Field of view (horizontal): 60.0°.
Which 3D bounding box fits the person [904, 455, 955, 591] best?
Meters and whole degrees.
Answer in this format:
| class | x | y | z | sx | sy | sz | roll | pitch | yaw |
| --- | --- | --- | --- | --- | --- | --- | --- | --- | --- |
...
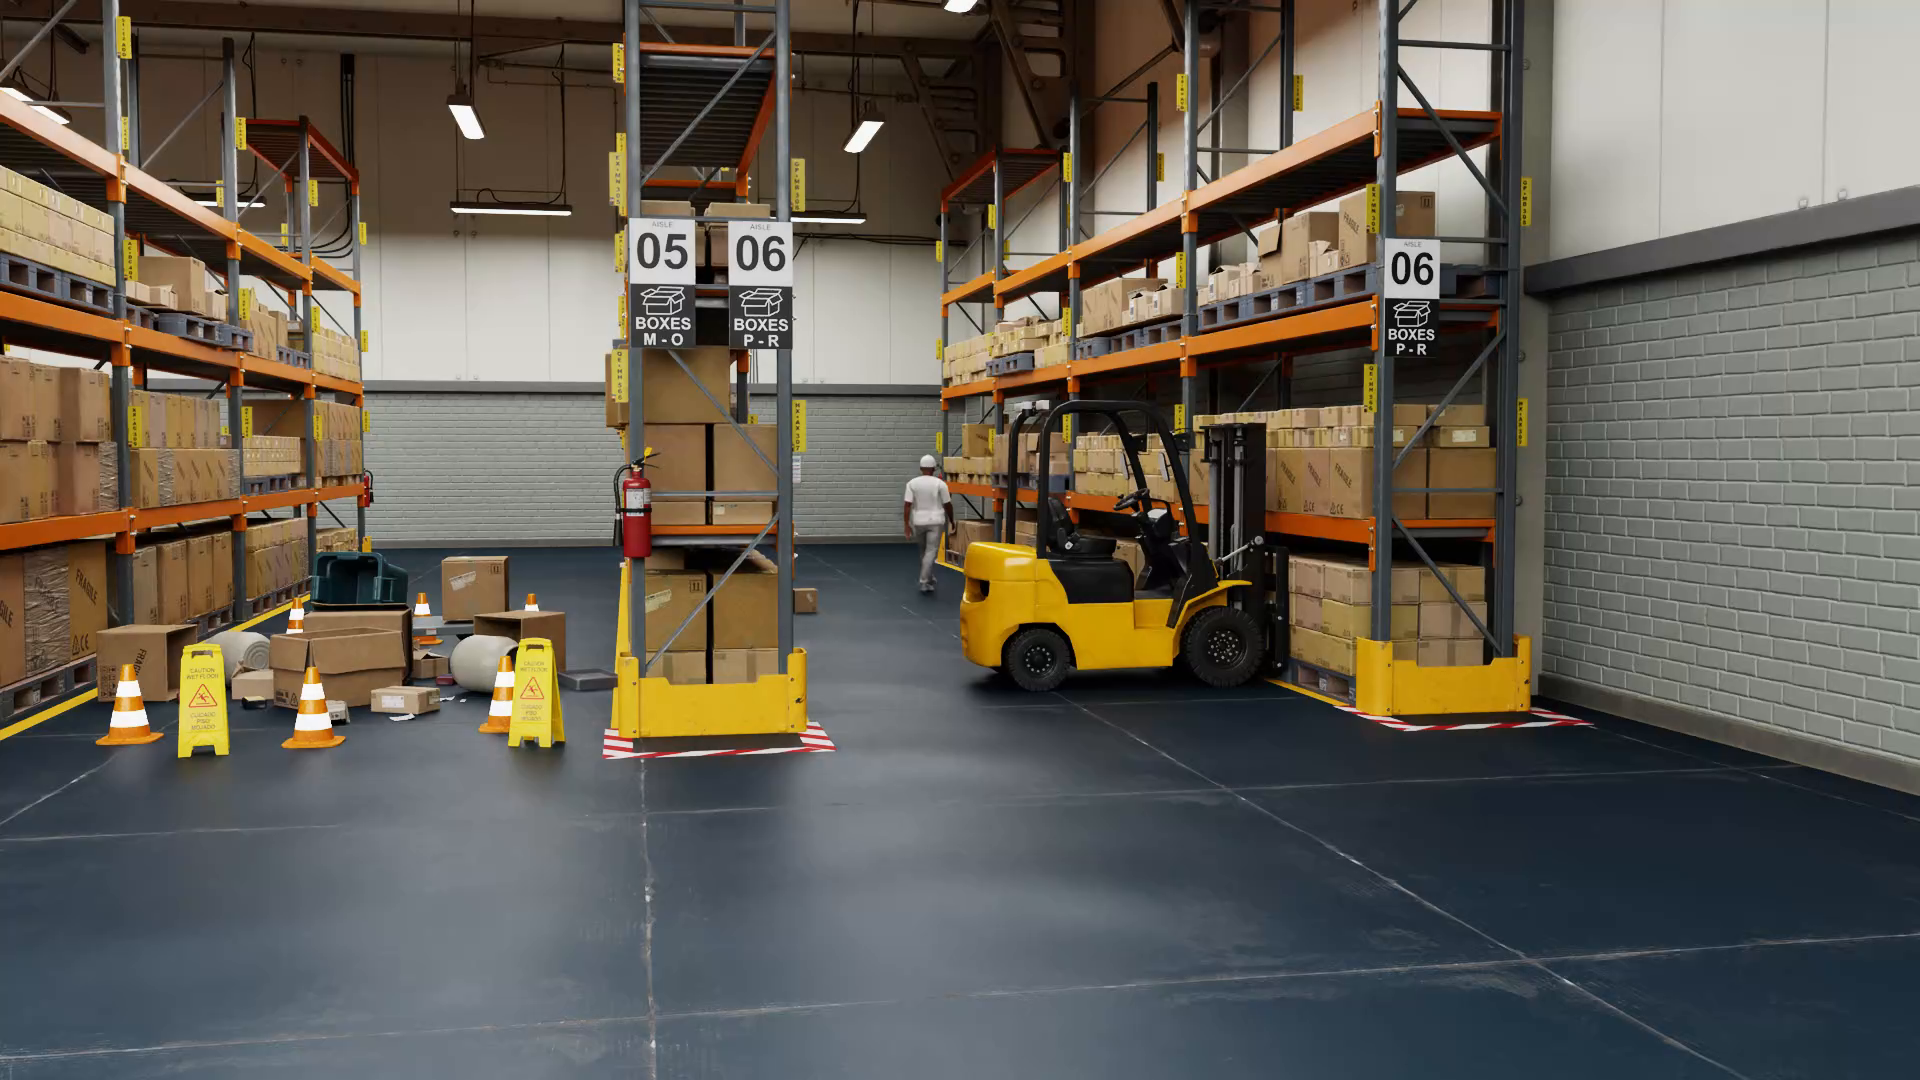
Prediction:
| class | x | y | z | sx | sy | sz | roll | pitch | yaw |
| --- | --- | --- | --- | --- | --- | --- | --- | --- | --- |
| person | -0.362 | -0.215 | 21.060 | 0.587 | 1.718 | 1.008 | 1 | 3 | 20 |
